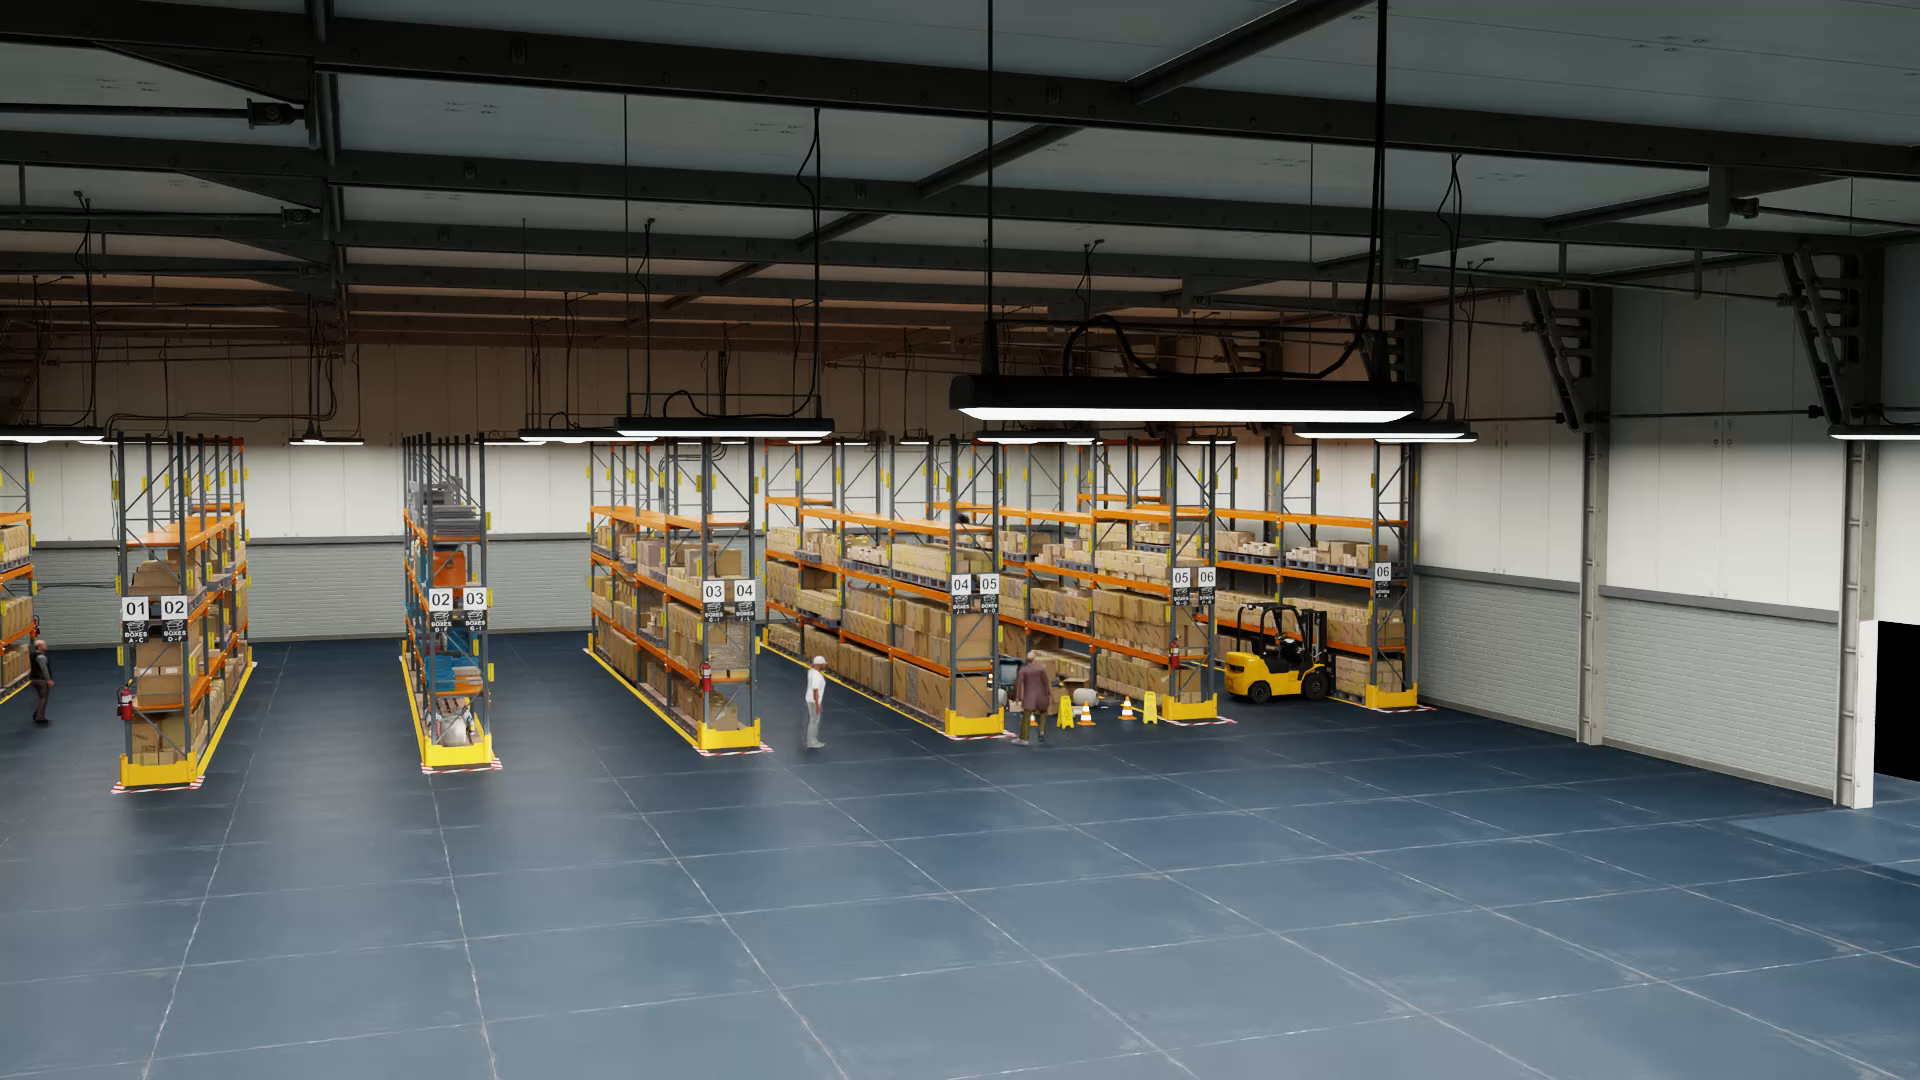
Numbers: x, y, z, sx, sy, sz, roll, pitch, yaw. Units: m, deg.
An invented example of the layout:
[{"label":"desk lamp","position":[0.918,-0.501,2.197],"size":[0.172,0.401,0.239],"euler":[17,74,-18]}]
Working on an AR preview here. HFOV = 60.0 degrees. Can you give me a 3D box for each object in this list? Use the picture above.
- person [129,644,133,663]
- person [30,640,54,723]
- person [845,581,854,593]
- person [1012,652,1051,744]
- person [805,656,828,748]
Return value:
[{"label":"person","position":[-21.858,2.389,44.076],"size":[0.662,1.785,0.520],"euler":[2,4,26]},{"label":"person","position":[-19.068,2.944,34.554],"size":[0.557,1.735,0.470],"euler":[1,3,19]},{"label":"person","position":[-3.353,2.079,51.933],"size":[0.487,1.612,0.404],"euler":[0,3,-6]},{"label":"person","position":[1.424,3.043,32.068],"size":[0.694,1.747,0.490],"euler":[-1,3,-9]},{"label":"person","position":[-2.735,3.084,31.697],"size":[0.433,1.762,0.603],"euler":[0,3,-9]}]
